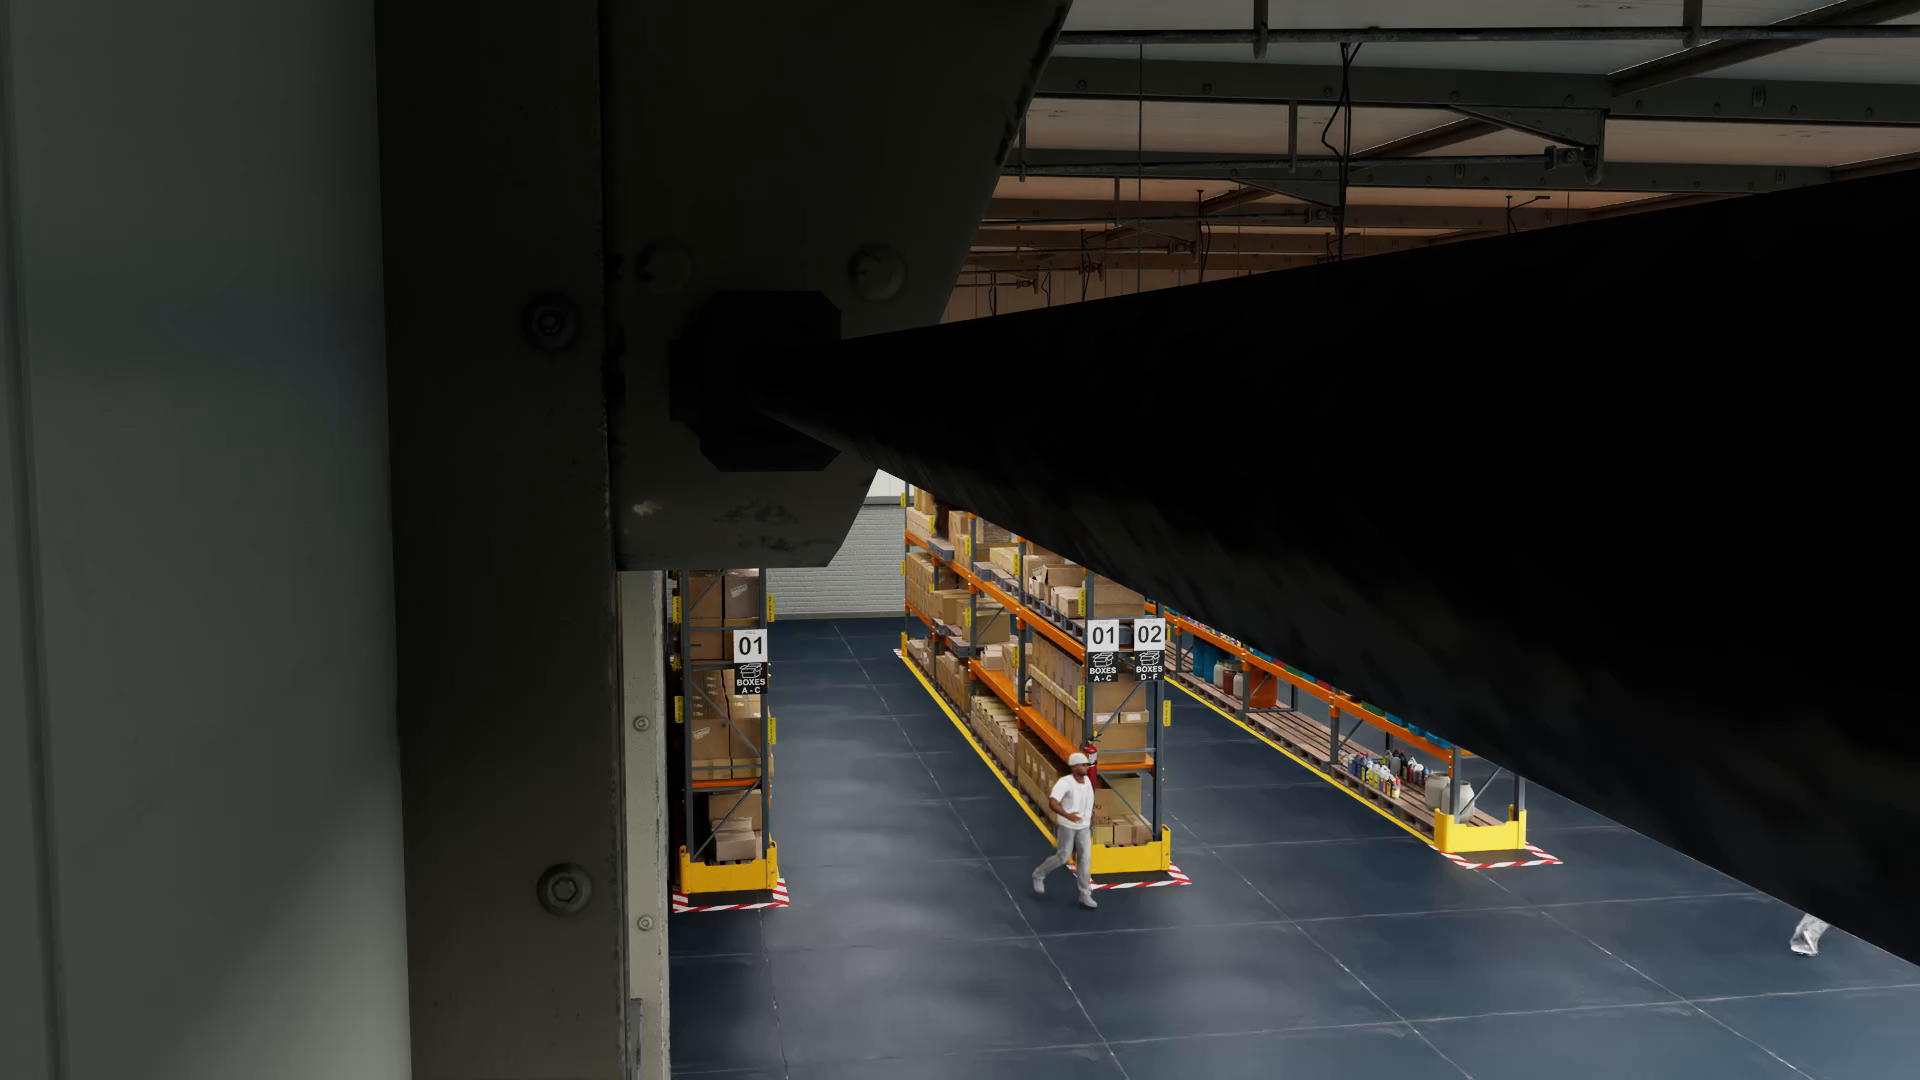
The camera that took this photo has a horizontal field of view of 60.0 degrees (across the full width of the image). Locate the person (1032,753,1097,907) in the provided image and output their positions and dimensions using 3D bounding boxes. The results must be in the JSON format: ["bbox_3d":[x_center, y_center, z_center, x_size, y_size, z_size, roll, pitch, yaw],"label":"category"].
[{"bbox_3d":[1.386,3.402,19.785,0.761,1.736,0.971,-5,8,-41],"label":"person"}]

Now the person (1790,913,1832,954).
[{"bbox_3d":[9.264,3.693,17.845,0.596,1.562,0.515,1,6,9],"label":"person"}]
